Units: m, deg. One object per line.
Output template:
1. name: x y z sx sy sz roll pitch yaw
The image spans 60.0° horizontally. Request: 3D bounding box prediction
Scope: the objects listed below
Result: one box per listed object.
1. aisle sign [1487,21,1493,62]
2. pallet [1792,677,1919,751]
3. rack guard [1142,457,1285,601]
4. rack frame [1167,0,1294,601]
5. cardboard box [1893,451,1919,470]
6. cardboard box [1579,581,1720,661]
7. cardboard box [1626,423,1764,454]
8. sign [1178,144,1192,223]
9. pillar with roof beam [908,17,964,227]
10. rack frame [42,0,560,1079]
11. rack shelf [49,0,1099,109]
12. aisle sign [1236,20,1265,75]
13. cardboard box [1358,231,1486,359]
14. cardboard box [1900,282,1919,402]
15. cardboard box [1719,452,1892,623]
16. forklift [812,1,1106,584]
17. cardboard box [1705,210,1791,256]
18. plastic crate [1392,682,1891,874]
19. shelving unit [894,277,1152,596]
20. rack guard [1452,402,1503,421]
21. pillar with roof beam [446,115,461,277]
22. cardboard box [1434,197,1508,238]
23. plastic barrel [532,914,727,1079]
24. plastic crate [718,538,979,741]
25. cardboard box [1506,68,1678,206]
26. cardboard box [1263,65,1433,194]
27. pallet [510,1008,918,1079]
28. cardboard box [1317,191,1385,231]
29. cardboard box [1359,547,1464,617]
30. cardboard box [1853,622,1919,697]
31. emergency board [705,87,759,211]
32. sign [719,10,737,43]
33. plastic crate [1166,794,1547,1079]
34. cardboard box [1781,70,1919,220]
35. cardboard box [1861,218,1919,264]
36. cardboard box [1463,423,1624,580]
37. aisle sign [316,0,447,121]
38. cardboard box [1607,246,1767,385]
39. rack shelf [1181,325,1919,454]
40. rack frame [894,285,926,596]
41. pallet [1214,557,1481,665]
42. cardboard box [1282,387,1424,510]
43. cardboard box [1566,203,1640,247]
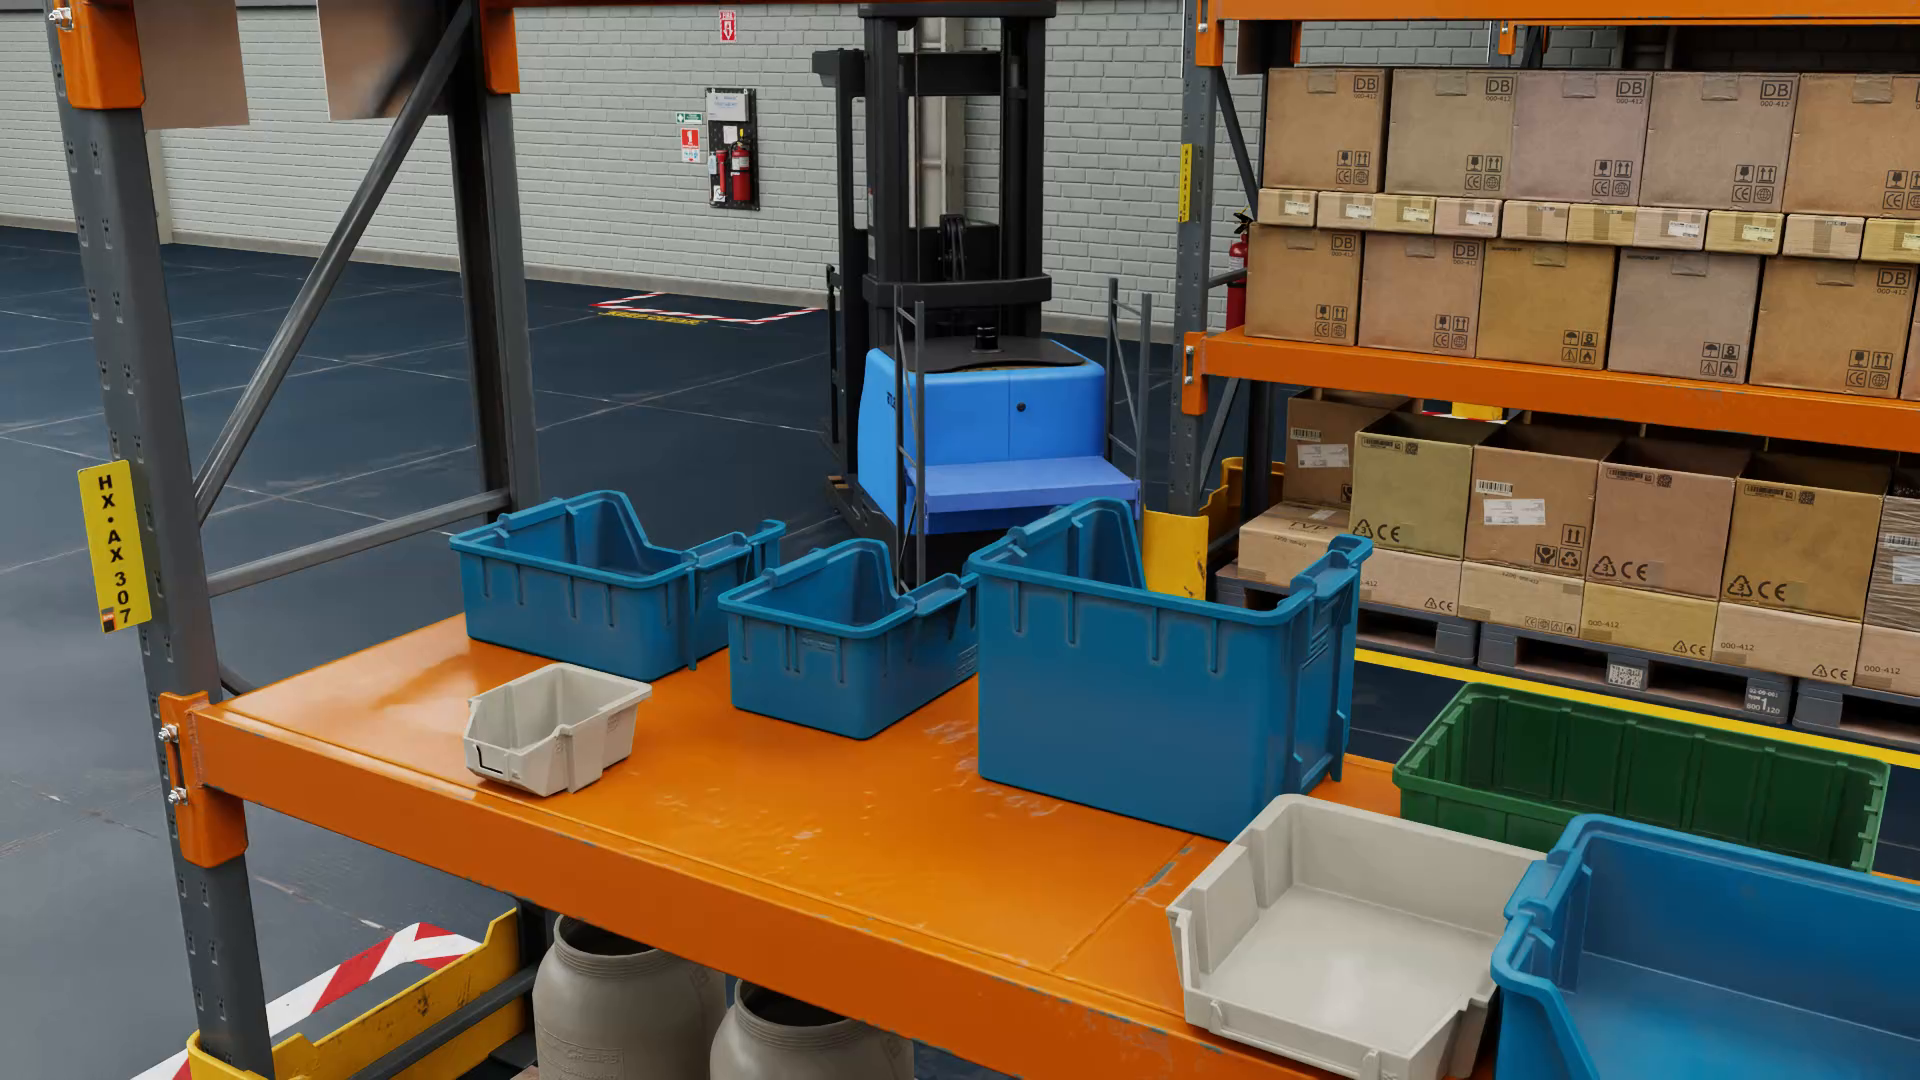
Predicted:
1. aisle sign: 3.633 -3.624 11.178 0.004 0.787 0.394 10 20 30
2. pallet: 4.015 0.595 6.559 1.213 0.211 1.003 10 20 30
3. rack guard: 1.241 -0.024 8.099 0.348 0.500 1.175 10 20 30
4. rack frame: 1.262 -1.216 7.724 0.127 3.000 1.000 10 20 30
5. cardboard box: 4.009 -0.074 6.682 0.500 0.500 0.500 10 20 30
6. cardboard box: 2.880 0.264 6.860 0.500 0.250 0.500 10 20 30
7. cardboard box: 3.160 -0.227 7.187 0.500 0.500 0.500 10 20 30
8. sign: 0.966 -1.532 7.137 0.005 0.325 0.100 10 20 30
9. pillar with roof beam: -2.465 -5.268 10.742 0.400 9.000 9.100 10 20 30
10. rack frame: -1.334 0.010 3.687 0.127 3.000 1.000 10 20 30
11. rack shelf: 0.371 -0.777 2.354 4.000 0.370 1.077 10 20 30
12. aisle sign: 1.360 -2.543 7.618 0.004 0.787 0.394 10 20 30
13. cardboard box: 2.103 -1.111 7.206 0.500 0.500 0.700 11 20 31
14. cardboard box: 3.836 -0.800 6.182 0.500 0.500 0.700 10 20 29
15. cardboard box: 3.313 -0.022 6.512 0.500 0.500 0.500 10 20 30
16. forklift: -0.167 -1.579 9.037 1.130 2.935 3.031 -5 17 -15
17. cardboard box: 3.017 -1.187 6.341 0.250 0.149 0.380 11 20 32
18. plastic crate: 1.066 0.444 2.625 0.662 0.188 0.450 10 20 30
19. shelving unit: 0.269 -0.394 7.592 1.048 1.500 0.538 -4 18 -13
20. rack guard: 3.916 -1.236 12.090 0.348 0.500 1.175 10 20 30
21. pillar with roof beam: -7.578 -6.181 13.746 0.400 9.000 9.100 10 20 30
22. cardboard box: 2.136 -1.345 6.859 0.250 0.149 0.380 10 19 29
23. plastic barrel: -0.733 1.081 3.720 0.421 0.512 0.421 0 17 0
24. plastic crate: -0.200 0.183 3.372 0.408 0.251 0.499 10 20 30
25. cardboard box: 2.579 -1.647 6.739 0.500 0.500 0.700 10 20 30
26. cardboard box: 1.698 -1.802 7.250 0.500 0.500 0.700 10 20 30
27. pallet: -0.555 1.469 3.681 1.213 0.211 1.003 10 20 30
28. cardboard box: 1.710 -1.422 7.113 0.250 0.149 0.380 10 19 29
29. cardboard box: 2.030 0.110 7.365 0.500 0.250 0.500 10 20 30
30. cardboard box: 3.740 0.412 6.372 0.500 0.250 0.500 10 20 30
31. emergency board: -2.298 -3.849 16.392 0.643 1.169 0.194 10 20 30
32. sign: -2.253 -4.984 16.141 0.199 0.298 0.001 10 20 30
33. plastic crate: 0.559 0.560 2.329 0.437 0.136 0.530 10 20 30
34. cardboard box: 3.431 -1.495 6.238 0.500 0.500 0.700 10 20 30
35. cardboard box: 3.460 -1.109 6.085 0.250 0.149 0.380 10 20 30
36. cardboard box: 2.462 -0.175 7.015 0.500 0.500 0.500 10 20 30
37. aisle sign: -1.239 -1.318 3.587 0.004 0.787 0.394 10 20 30
38. cardboard box: 2.974 -0.955 6.692 0.500 0.500 0.700 11 20 32
39. rack shelf: 2.966 -0.568 6.827 4.000 0.370 1.077 10 20 30
40. rack frame: -0.225 -0.360 7.477 0.032 1.500 0.500 -4 18 -13
41. pallet: 1.935 0.224 7.780 1.213 0.211 1.003 10 20 30
42. cardboard box: 1.875 -0.452 7.928 0.500 0.500 0.500 10 20 30
43. cardboard box: 2.582 -1.266 6.600 0.250 0.149 0.380 10 19 29
